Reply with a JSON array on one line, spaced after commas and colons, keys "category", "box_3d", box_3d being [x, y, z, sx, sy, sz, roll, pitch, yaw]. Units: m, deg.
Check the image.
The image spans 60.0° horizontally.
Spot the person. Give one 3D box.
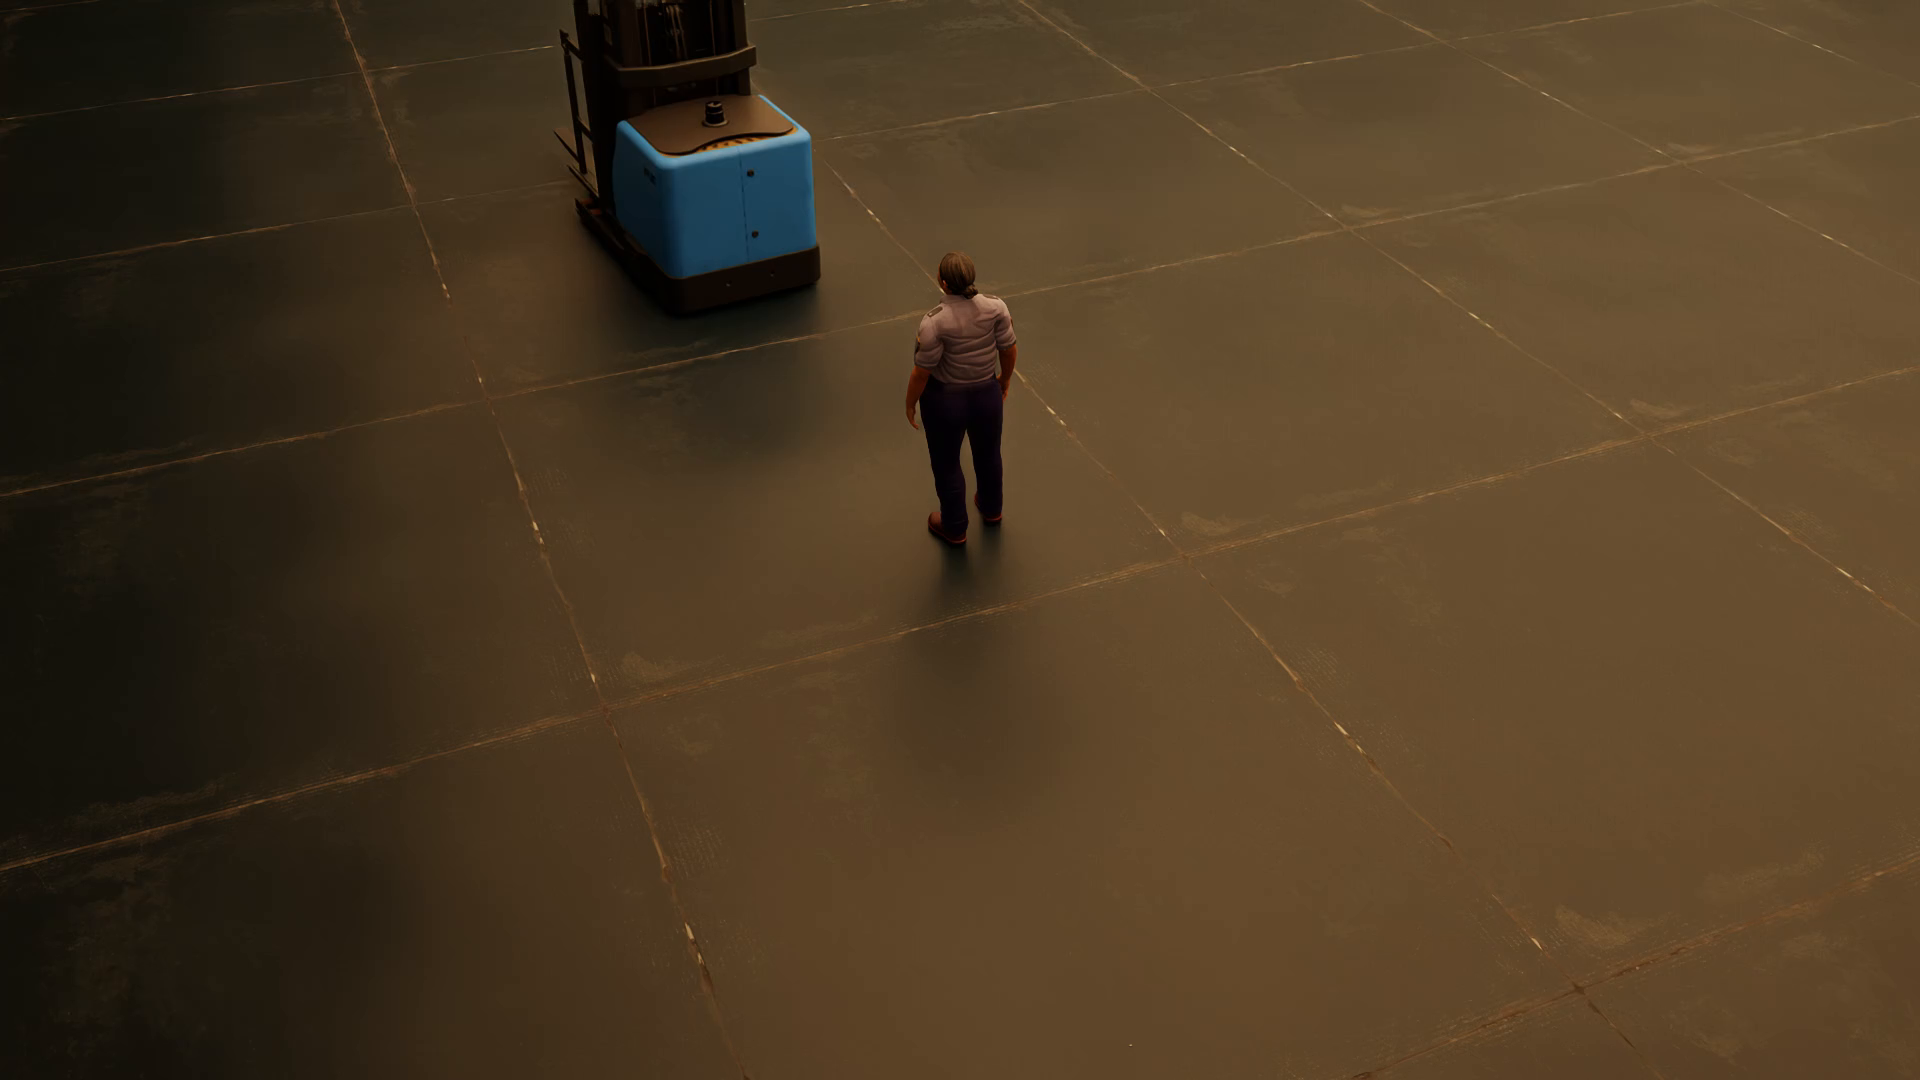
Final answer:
[{"category": "person", "box_3d": [-0.014, -0.730, 8.221, 0.598, 1.651, 0.502, -14, 38, -19]}]

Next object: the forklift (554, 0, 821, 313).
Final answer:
[{"category": "forklift", "box_3d": [-2.066, -3.467, 10.974, 1.130, 2.935, 3.031, -18, 39, -23]}]
